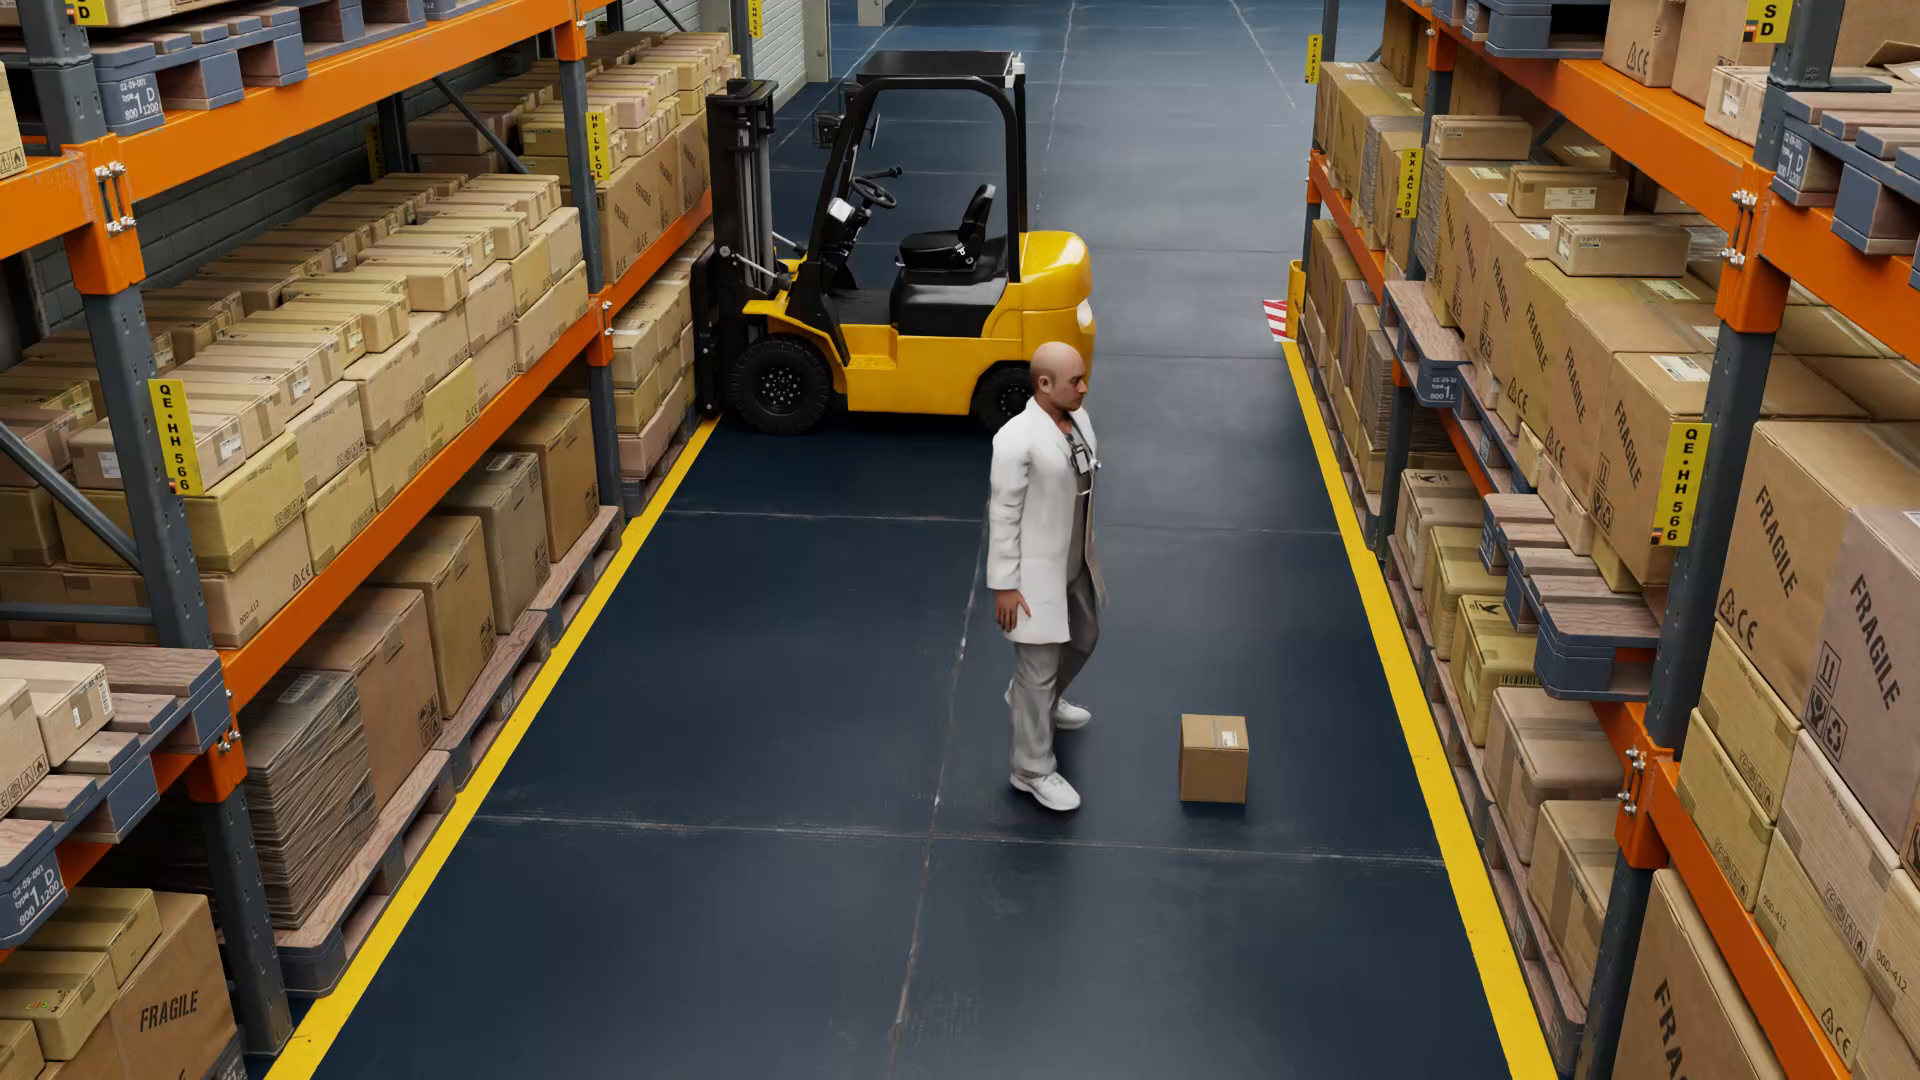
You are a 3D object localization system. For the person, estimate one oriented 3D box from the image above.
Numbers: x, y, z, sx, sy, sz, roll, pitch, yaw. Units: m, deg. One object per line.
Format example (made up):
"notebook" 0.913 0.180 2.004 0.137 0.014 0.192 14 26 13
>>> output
"person" 0.339 0.094 6.378 0.660 1.775 0.691 17 29 33
